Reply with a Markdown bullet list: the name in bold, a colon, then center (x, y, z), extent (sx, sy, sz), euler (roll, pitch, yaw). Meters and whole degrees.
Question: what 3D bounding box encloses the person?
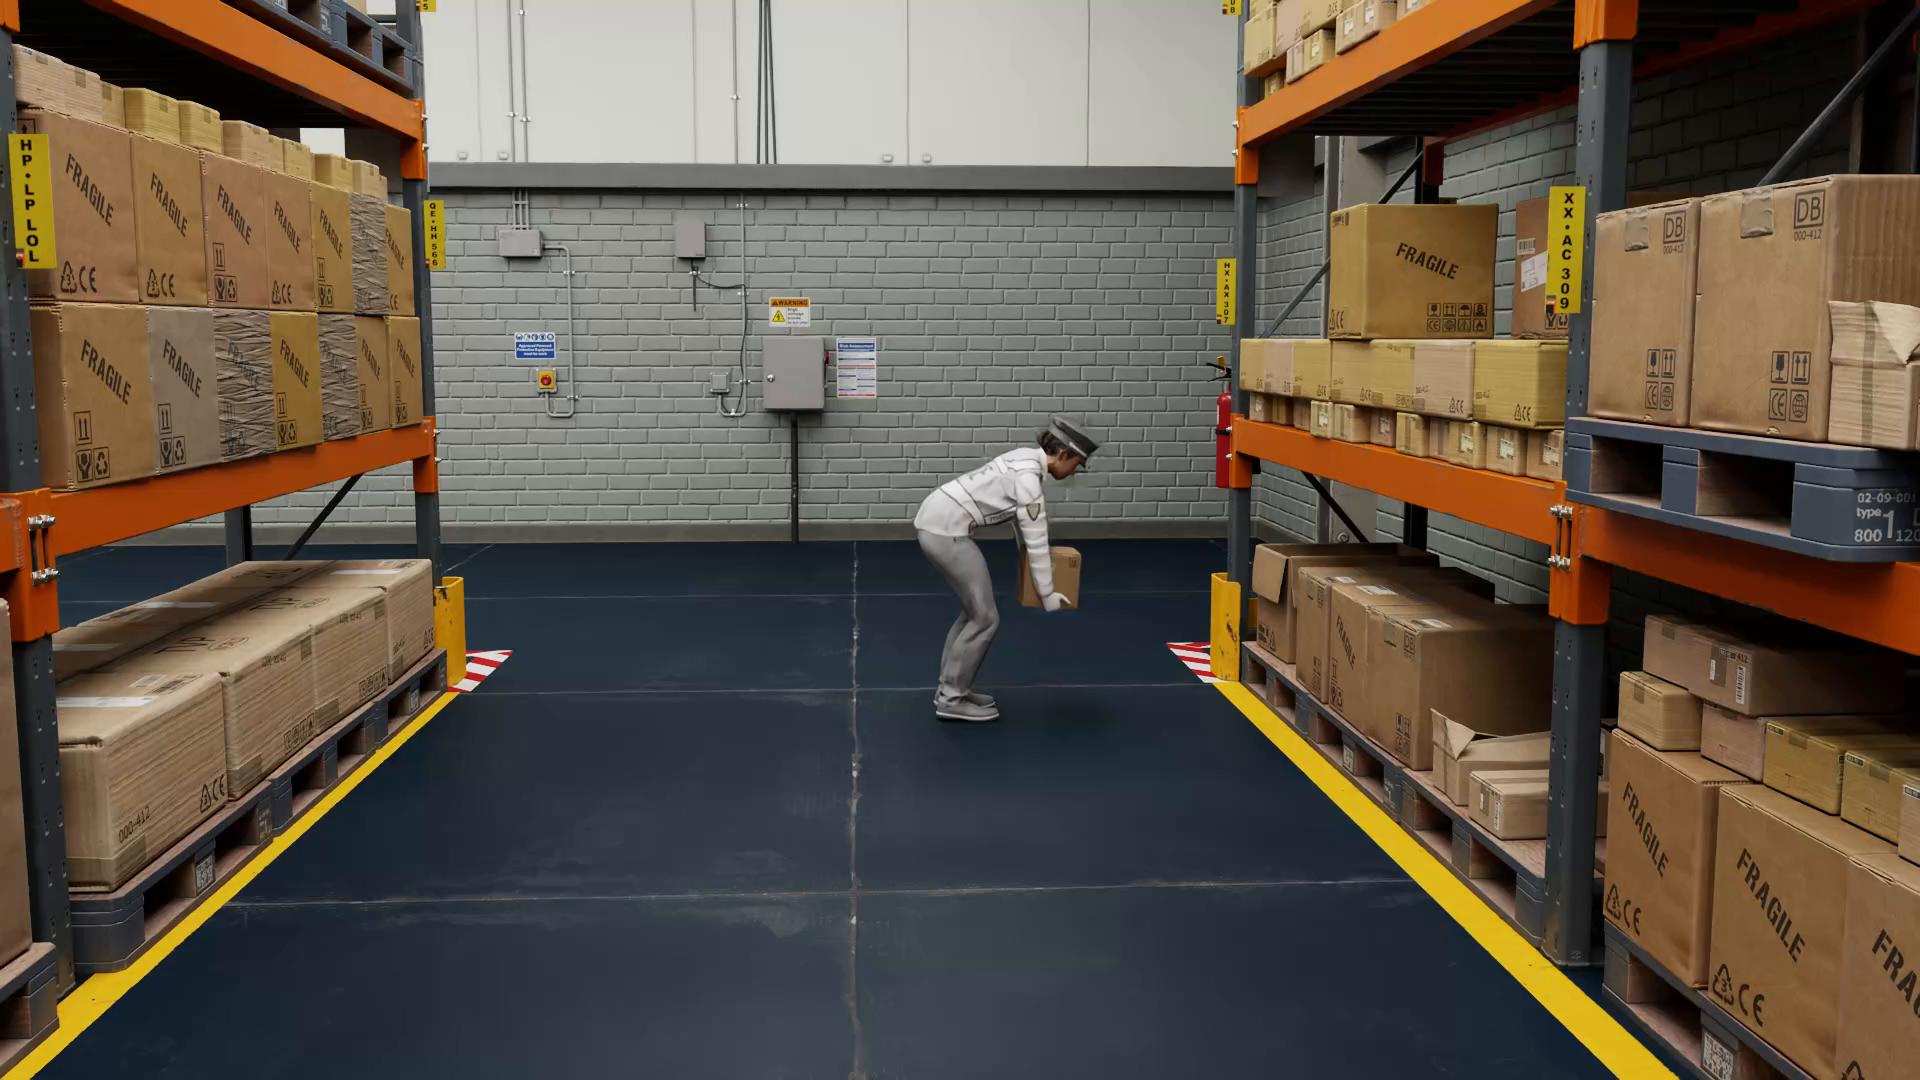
- **person**: center (0.216, 0.121, 7.541), extent (0.849, 1.359, 0.419), euler (-1, 7, -5)
